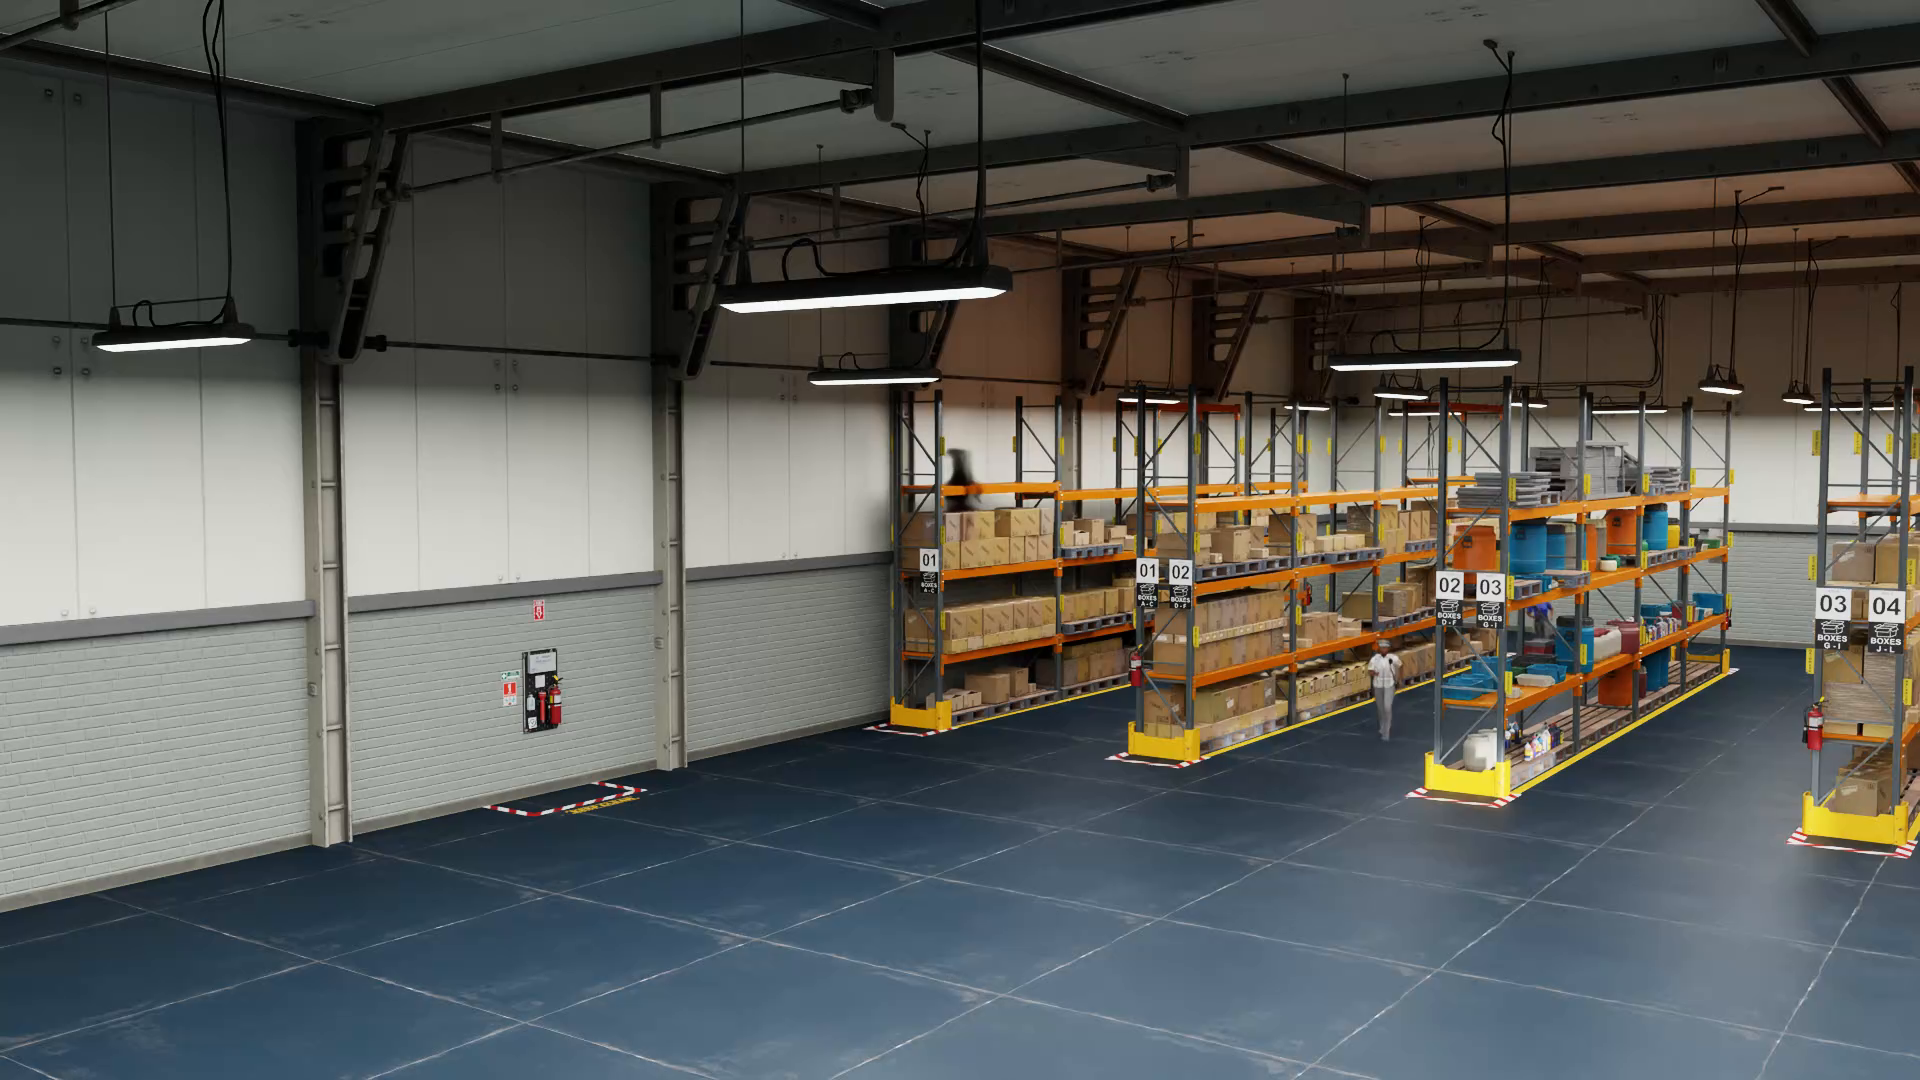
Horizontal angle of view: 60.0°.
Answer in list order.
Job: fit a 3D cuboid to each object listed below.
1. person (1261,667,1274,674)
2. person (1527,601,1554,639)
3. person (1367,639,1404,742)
[{"bbox_3d":[6.453,2.128,35.285,0.657,1.793,0.714,1,3,22],"label":"person"},{"bbox_3d":[13.721,2.013,39.310,0.628,1.639,0.768,0,3,6],"label":"person"},{"bbox_3d":[7.273,2.555,28.463,0.562,1.749,0.847,1,4,24],"label":"person"}]
